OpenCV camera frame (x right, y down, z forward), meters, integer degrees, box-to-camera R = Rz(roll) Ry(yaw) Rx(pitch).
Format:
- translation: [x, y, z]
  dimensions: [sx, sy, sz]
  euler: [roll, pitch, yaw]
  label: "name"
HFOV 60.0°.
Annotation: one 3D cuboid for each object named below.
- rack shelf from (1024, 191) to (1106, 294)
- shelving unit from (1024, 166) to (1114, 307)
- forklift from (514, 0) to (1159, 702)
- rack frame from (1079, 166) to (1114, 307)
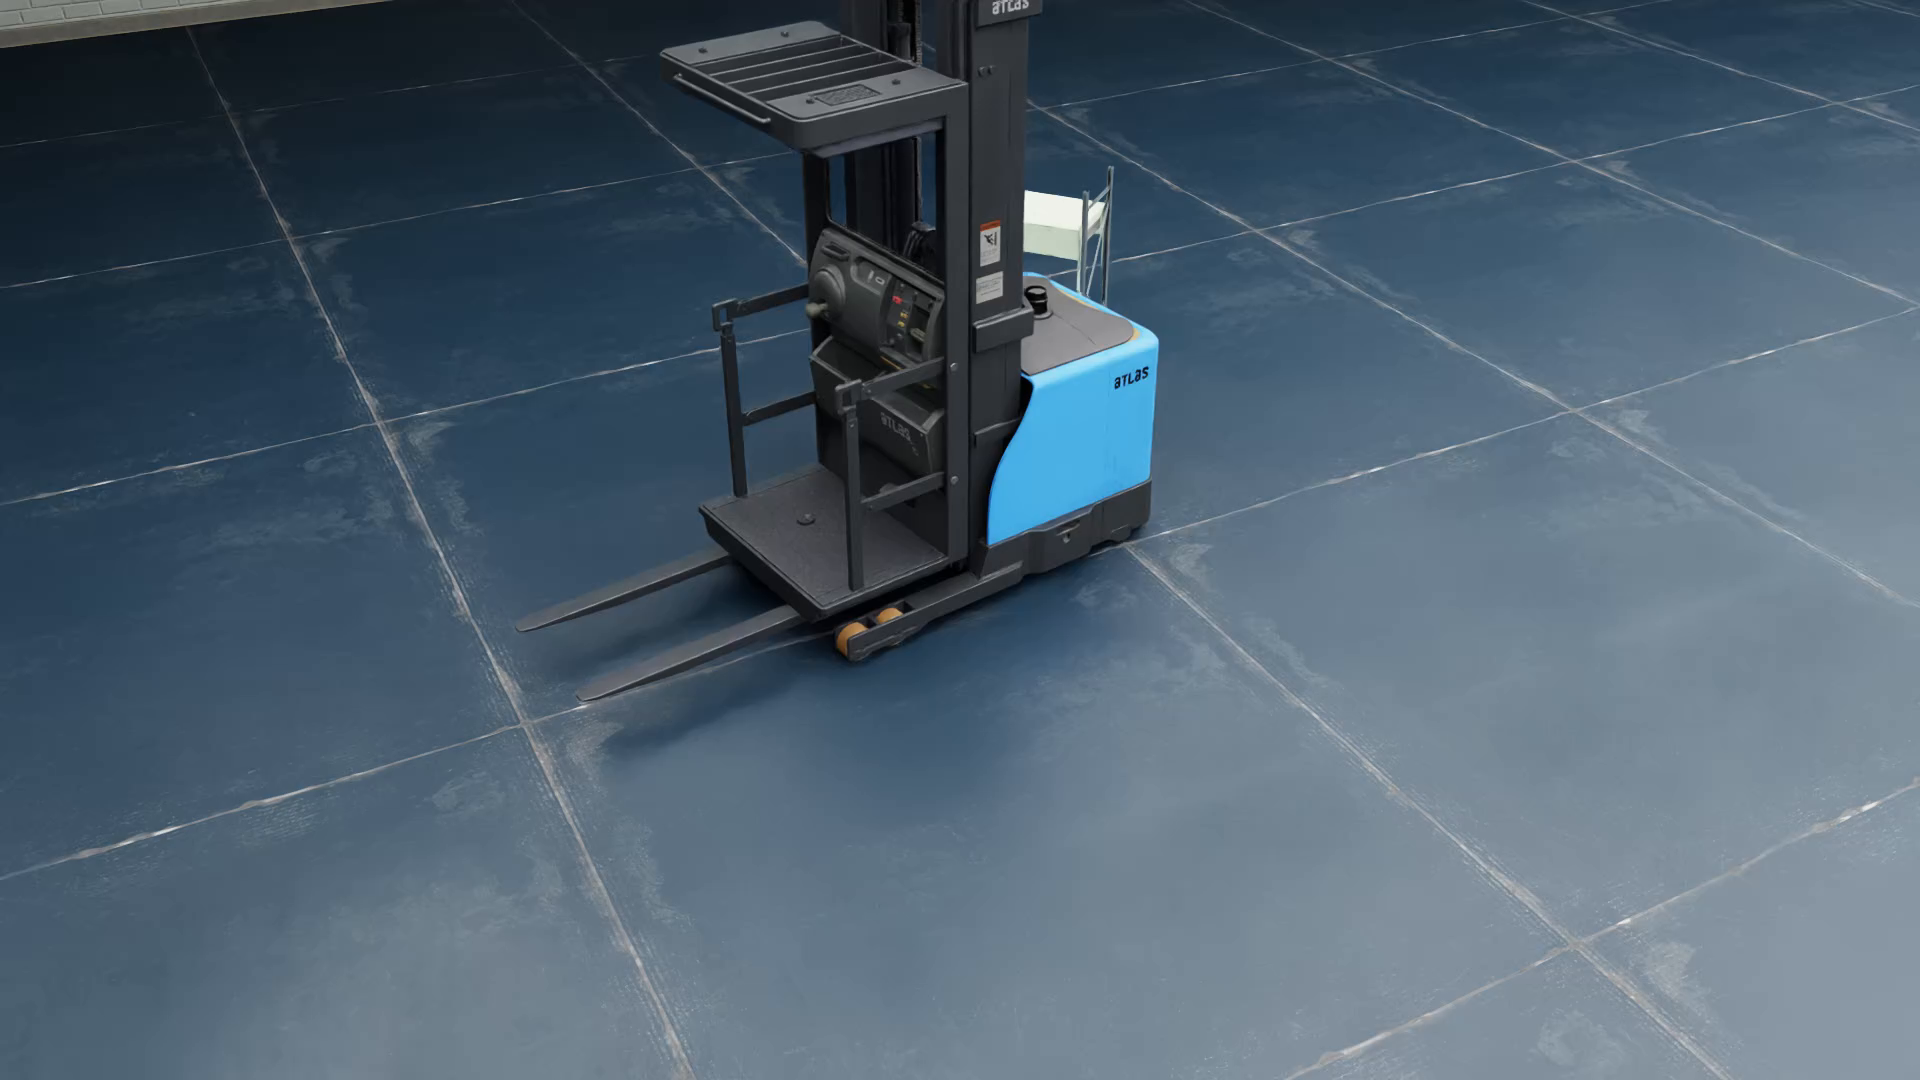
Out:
- translation: [0.354, -1.571, 8.588]
  dimensions: [0.720, 0.370, 0.431]
  euler: [13, 35, 20]
  label: "rack shelf"
- translation: [0.354, -1.242, 8.799]
  dimensions: [0.755, 1.500, 0.431]
  euler: [13, 35, 20]
  label: "shelving unit"
- translation: [-0.537, -1.020, 7.125]
  dimensions: [3.031, 2.935, 1.130]
  euler: [-22, 39, -30]
  label: "forklift"
- translation: [0.690, -1.163, 8.676]
  dimensions: [0.023, 1.500, 0.400]
  euler: [13, 35, 20]
  label: "rack frame"
